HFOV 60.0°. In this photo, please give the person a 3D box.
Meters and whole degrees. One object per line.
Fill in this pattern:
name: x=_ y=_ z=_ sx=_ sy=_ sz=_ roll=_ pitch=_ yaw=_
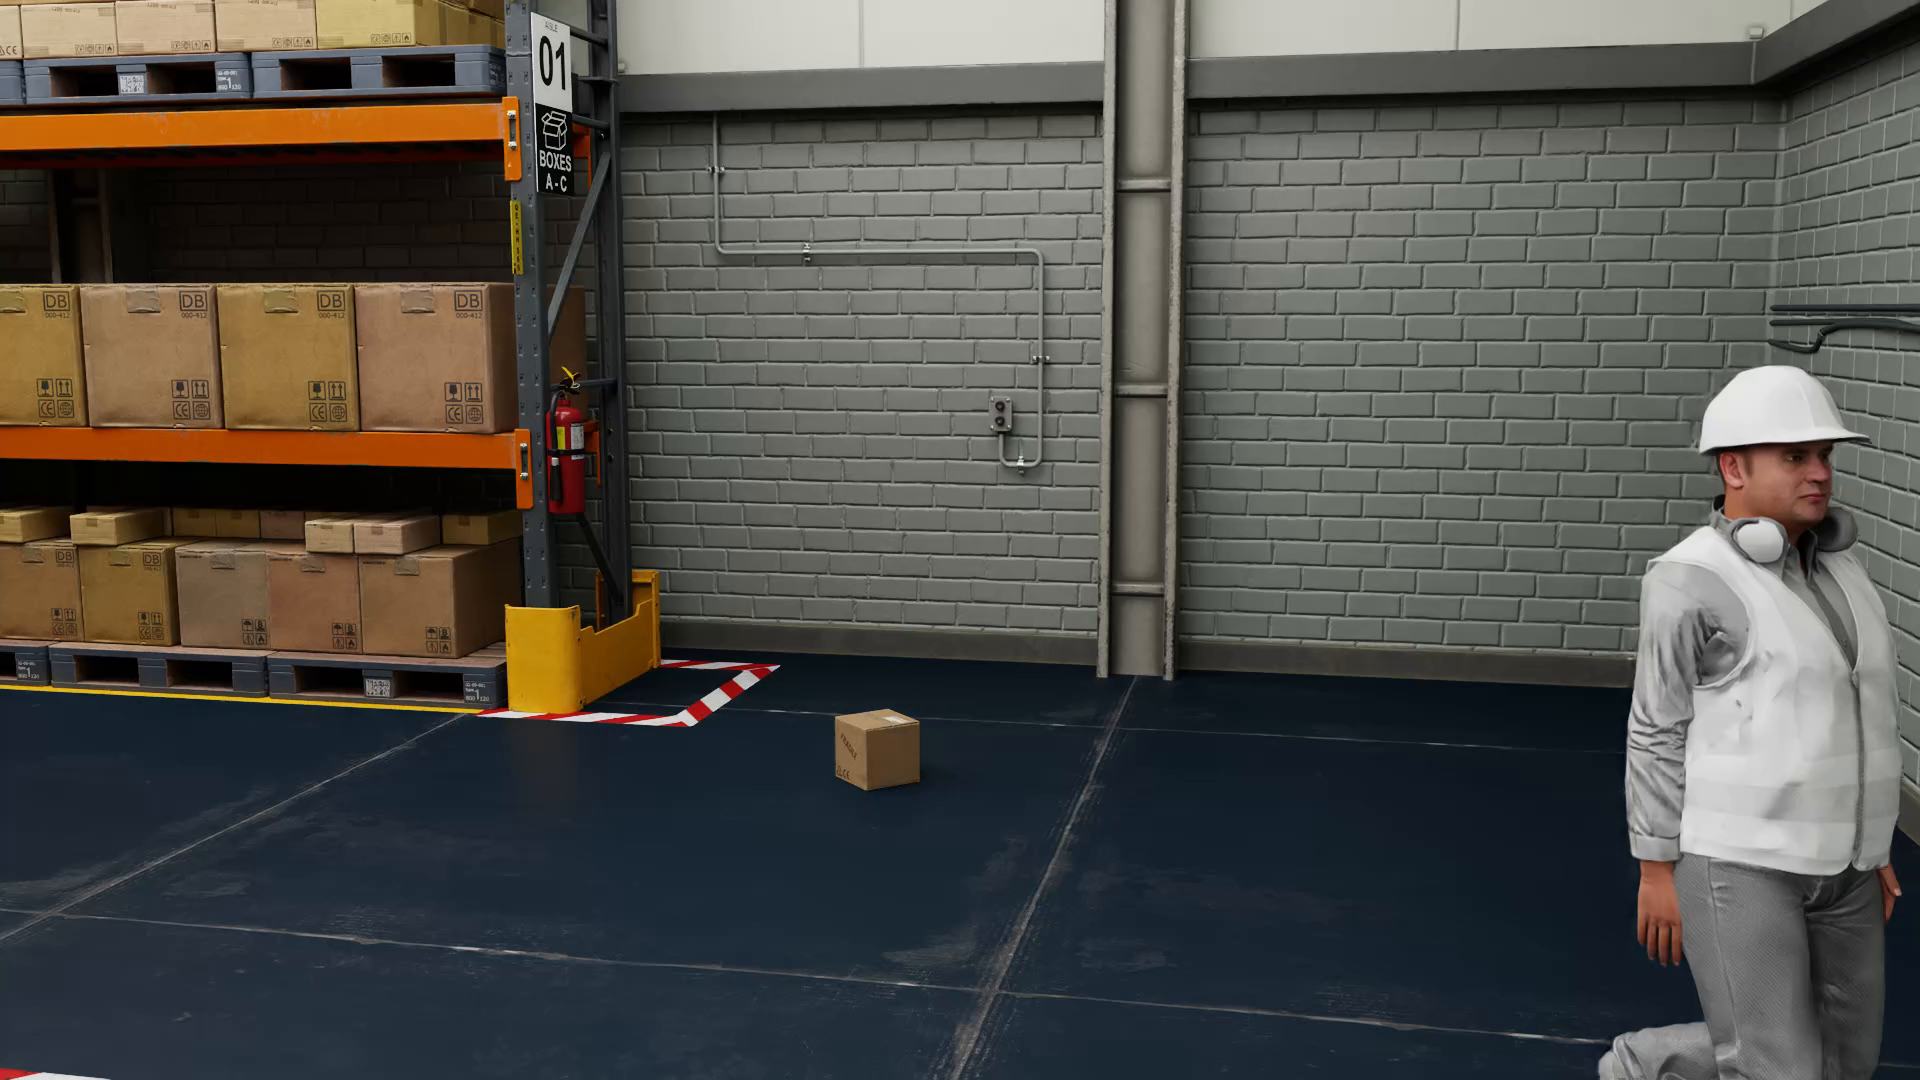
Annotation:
person: x=1.462 y=0.560 z=3.083 sx=0.553 sy=1.759 sz=0.741 roll=-4 pitch=9 yaw=-27
